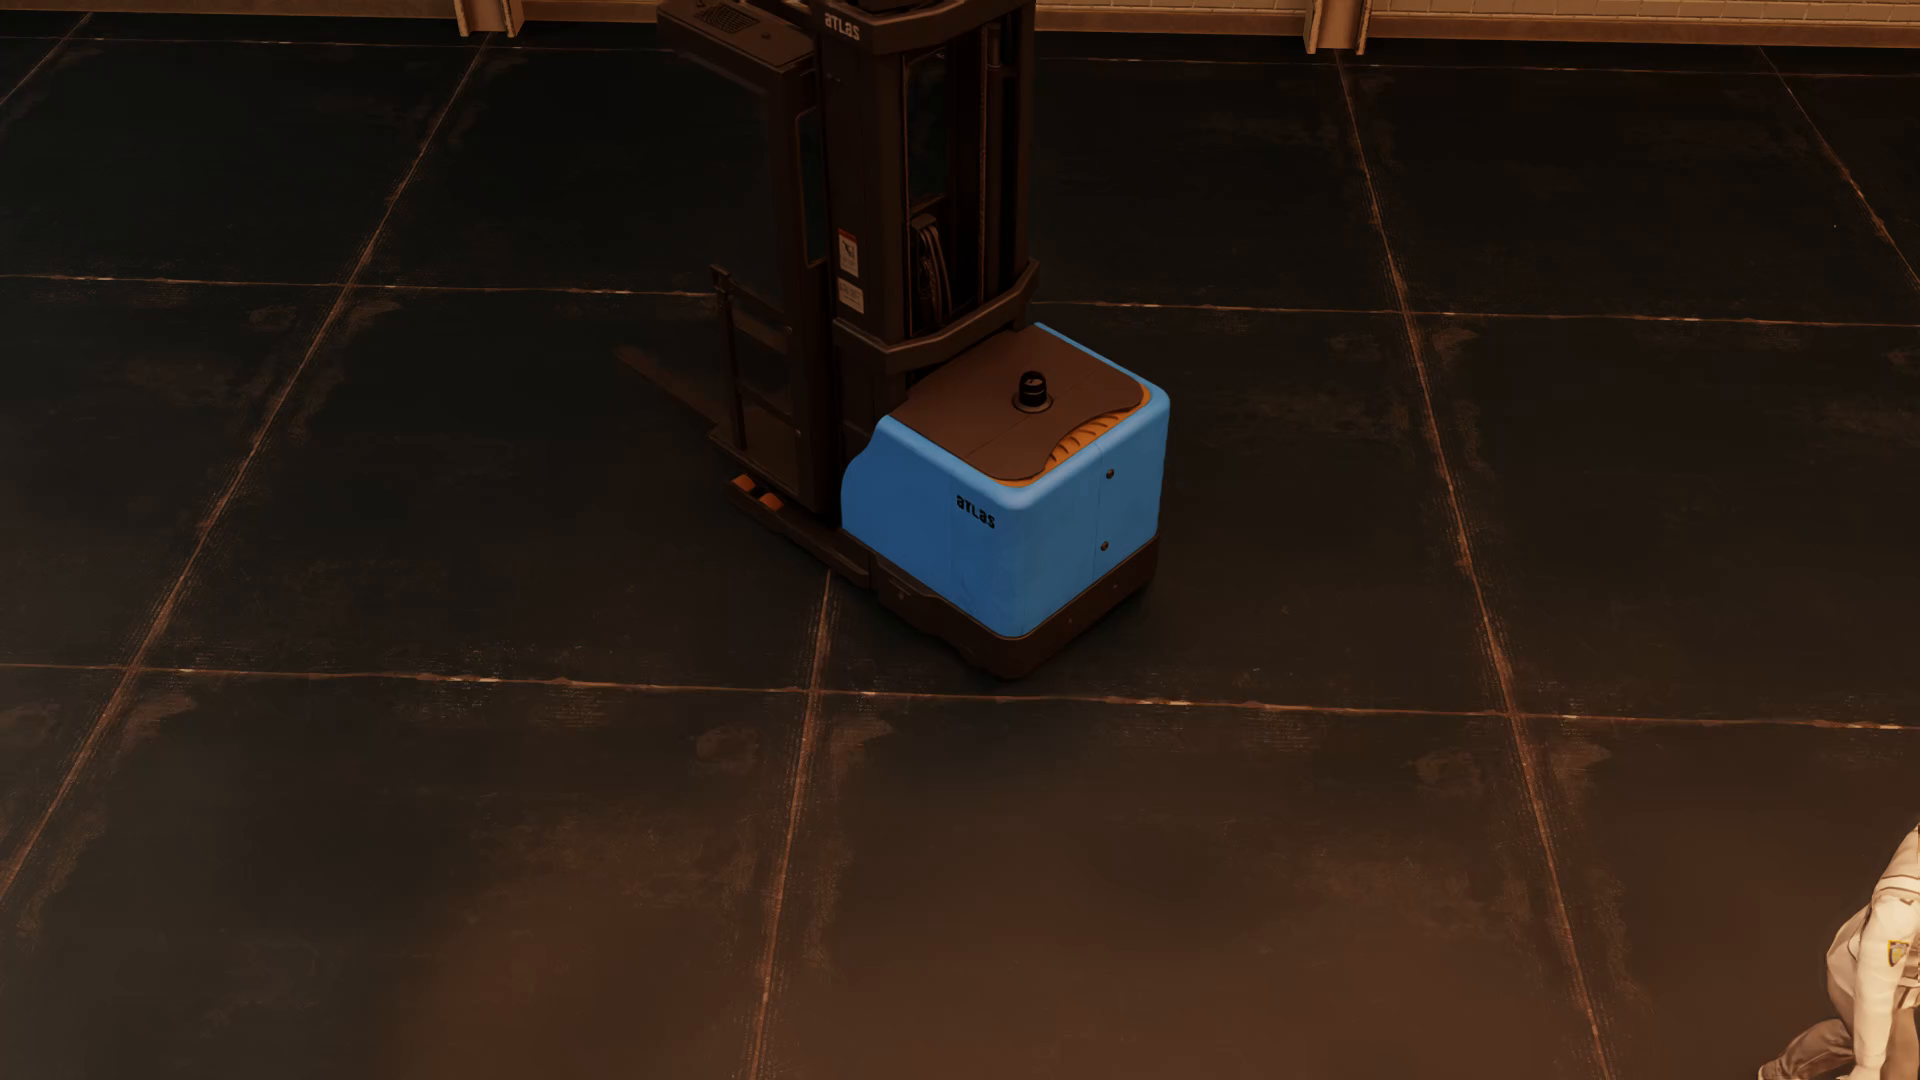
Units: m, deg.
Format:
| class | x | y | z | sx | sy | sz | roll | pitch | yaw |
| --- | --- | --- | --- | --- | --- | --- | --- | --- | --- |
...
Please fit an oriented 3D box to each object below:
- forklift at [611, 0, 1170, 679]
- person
| class | x | y | z | sx | sy | sz | roll | pitch | yaw |
| --- | --- | --- | --- | --- | --- | --- | --- | --- | --- |
| forklift | -0.503 | -1.366 | 7.239 | 3.031 | 2.935 | 1.130 | 33 | 52 | 31 |
| person | 2.931 | 1.414 | 5.188 | 0.461 | 1.694 | 0.859 | 33 | 51 | 31 |
